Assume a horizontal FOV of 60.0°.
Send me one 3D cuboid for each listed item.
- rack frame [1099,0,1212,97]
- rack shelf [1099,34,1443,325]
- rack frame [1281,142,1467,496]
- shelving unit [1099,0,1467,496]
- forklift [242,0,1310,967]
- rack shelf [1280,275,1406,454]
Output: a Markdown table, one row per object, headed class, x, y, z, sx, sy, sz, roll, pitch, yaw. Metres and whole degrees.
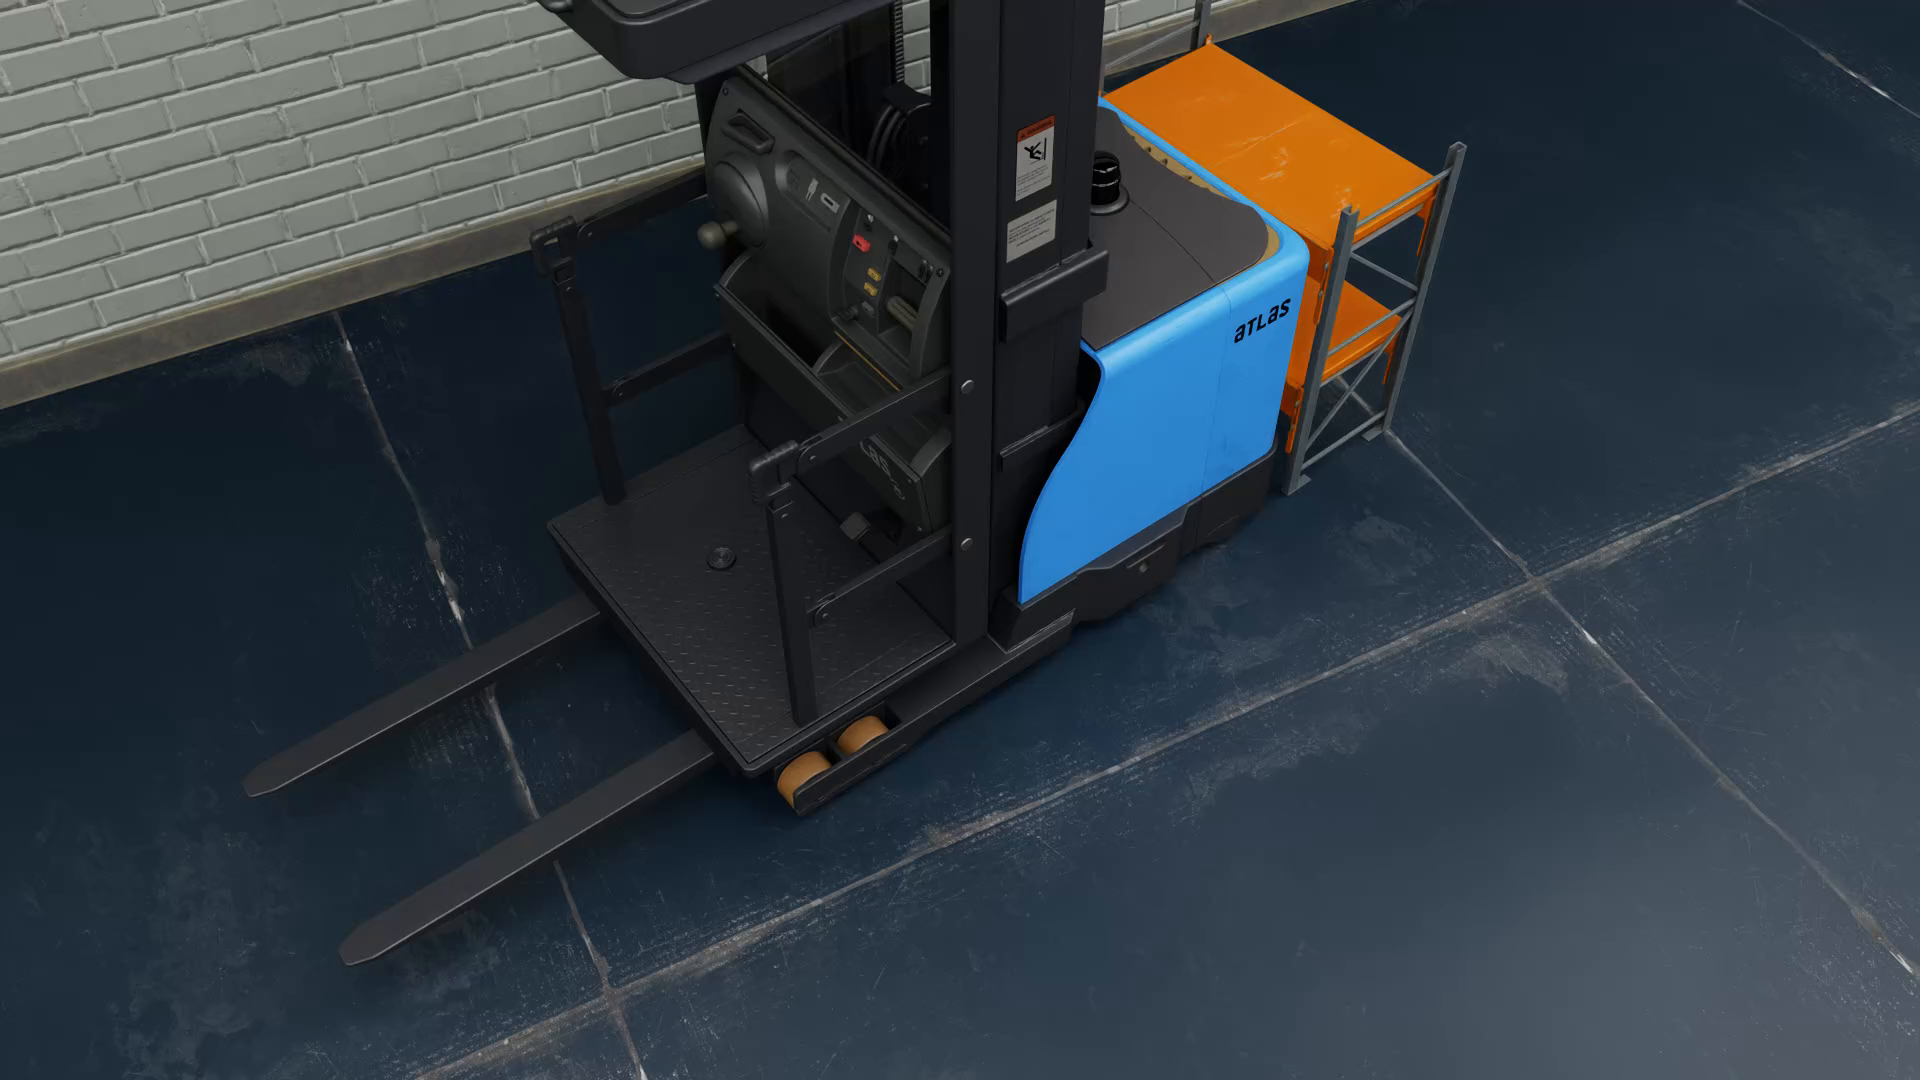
| class | x | y | z | sx | sy | sz | roll | pitch | yaw |
| --- | --- | --- | --- | --- | --- | --- | --- | --- | --- |
| rack frame | 0.594 | -1.230 | 5.577 | 0.500 | 1.125 | 0.032 | -32 | 56 | -25 |
| rack shelf | 0.919 | -1.128 | 5.100 | 0.538 | 0.278 | 1.000 | -32 | 56 | -25 |
| rack frame | 1.242 | -0.640 | 5.062 | 0.500 | 1.125 | 0.032 | -32 | 56 | -25 |
| shelving unit | 0.918 | -0.935 | 5.320 | 0.538 | 1.125 | 1.048 | -32 | 56 | -25 |
| forklift | -0.499 | -0.675 | 3.893 | 3.031 | 2.935 | 1.130 | -30 | 55 | -24 |
| rack shelf | 0.918 | -0.774 | 5.503 | 0.538 | 0.278 | 1.000 | -32 | 56 | -25 |
